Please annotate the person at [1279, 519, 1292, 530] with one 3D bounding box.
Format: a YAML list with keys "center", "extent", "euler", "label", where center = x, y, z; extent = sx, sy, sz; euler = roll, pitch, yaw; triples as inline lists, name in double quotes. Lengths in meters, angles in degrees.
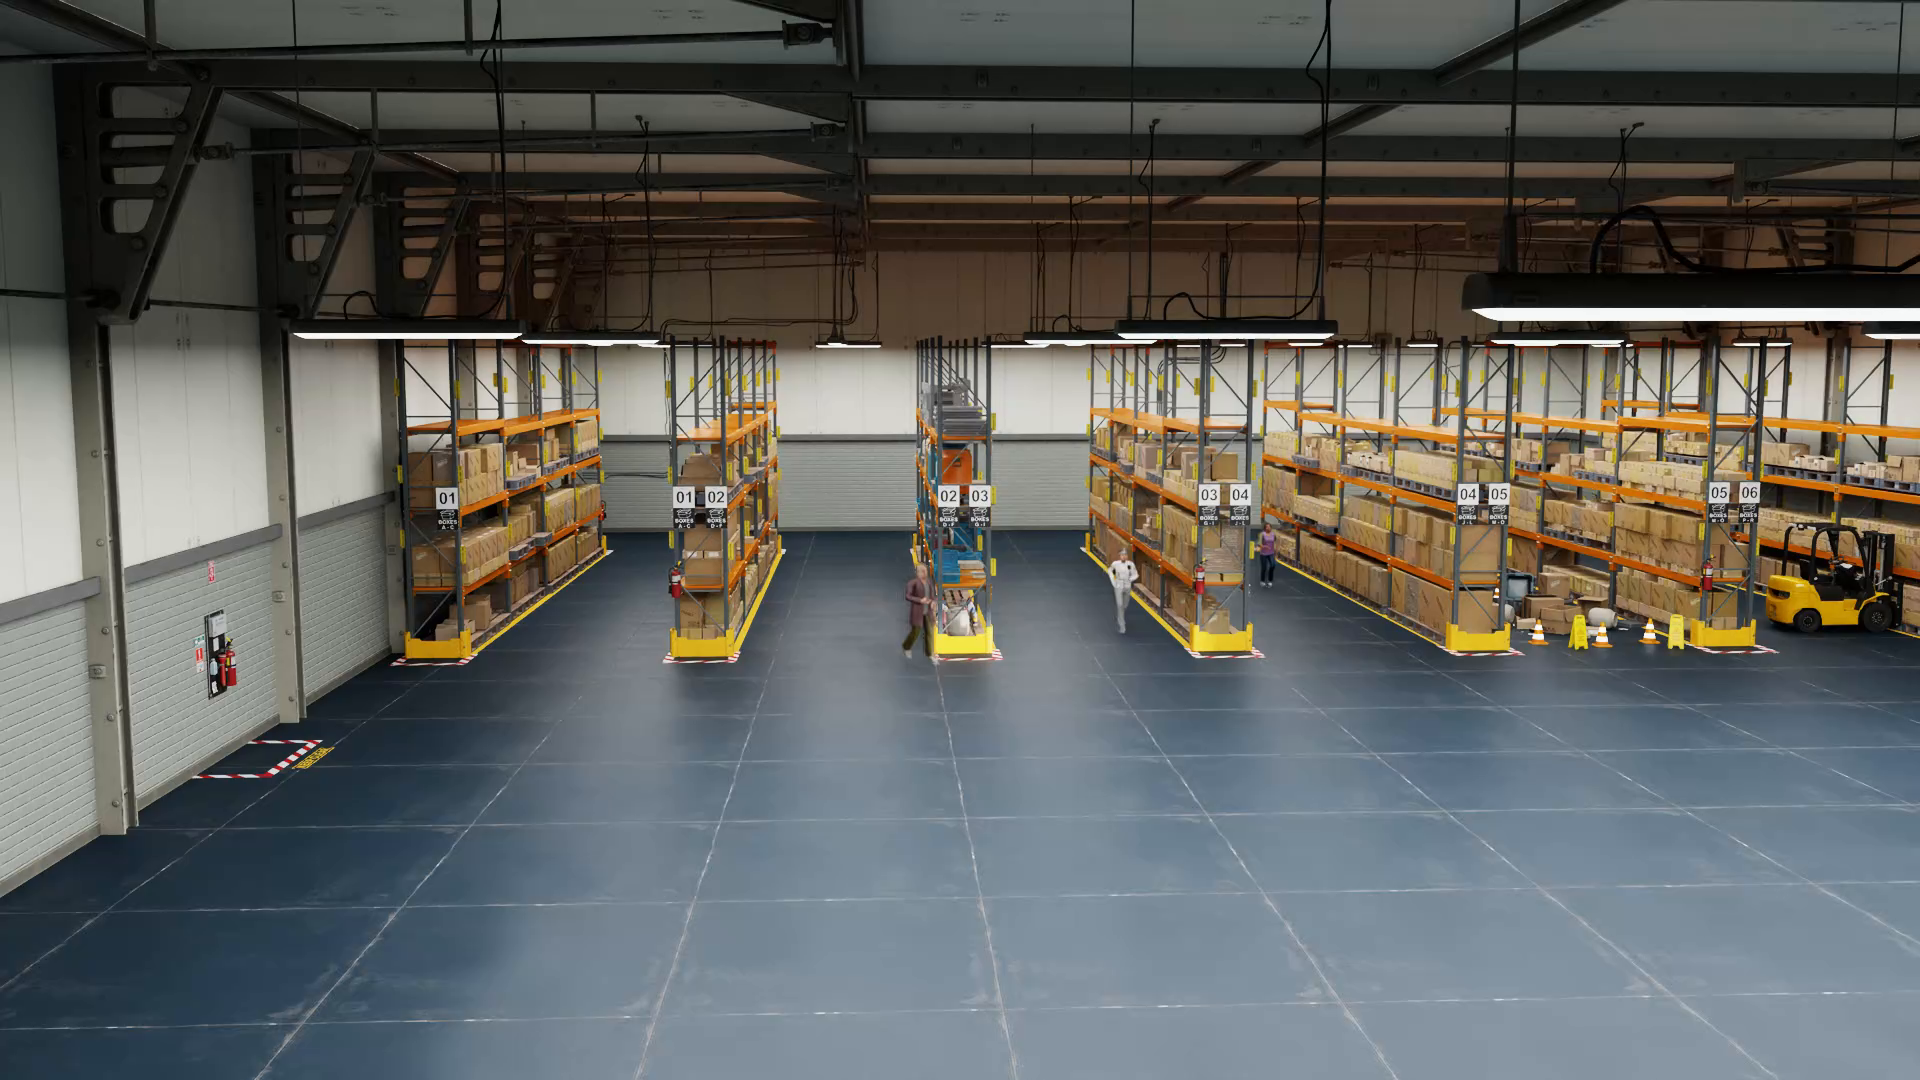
- center: [9.690, -0.685, 49.176]
  extent: [0.788, 1.706, 0.614]
  euler: [4, 8, 33]
  label: "person"

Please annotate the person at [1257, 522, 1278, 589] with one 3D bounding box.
- center: [7.448, 0.380, 40.196]
  extent: [0.564, 1.631, 0.676]
  euler: [-1, 7, -5]
  label: "person"

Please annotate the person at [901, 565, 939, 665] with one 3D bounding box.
- center: [-0.727, 1.352, 30.650]
  extent: [0.739, 1.810, 0.938]
  euler: [-5, 8, -38]
  label: "person"

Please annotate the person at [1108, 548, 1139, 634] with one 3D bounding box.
- center: [3.370, 1.009, 34.232]
  extent: [0.580, 1.727, 1.050]
  euler: [-1, 7, -8]
  label: "person"
